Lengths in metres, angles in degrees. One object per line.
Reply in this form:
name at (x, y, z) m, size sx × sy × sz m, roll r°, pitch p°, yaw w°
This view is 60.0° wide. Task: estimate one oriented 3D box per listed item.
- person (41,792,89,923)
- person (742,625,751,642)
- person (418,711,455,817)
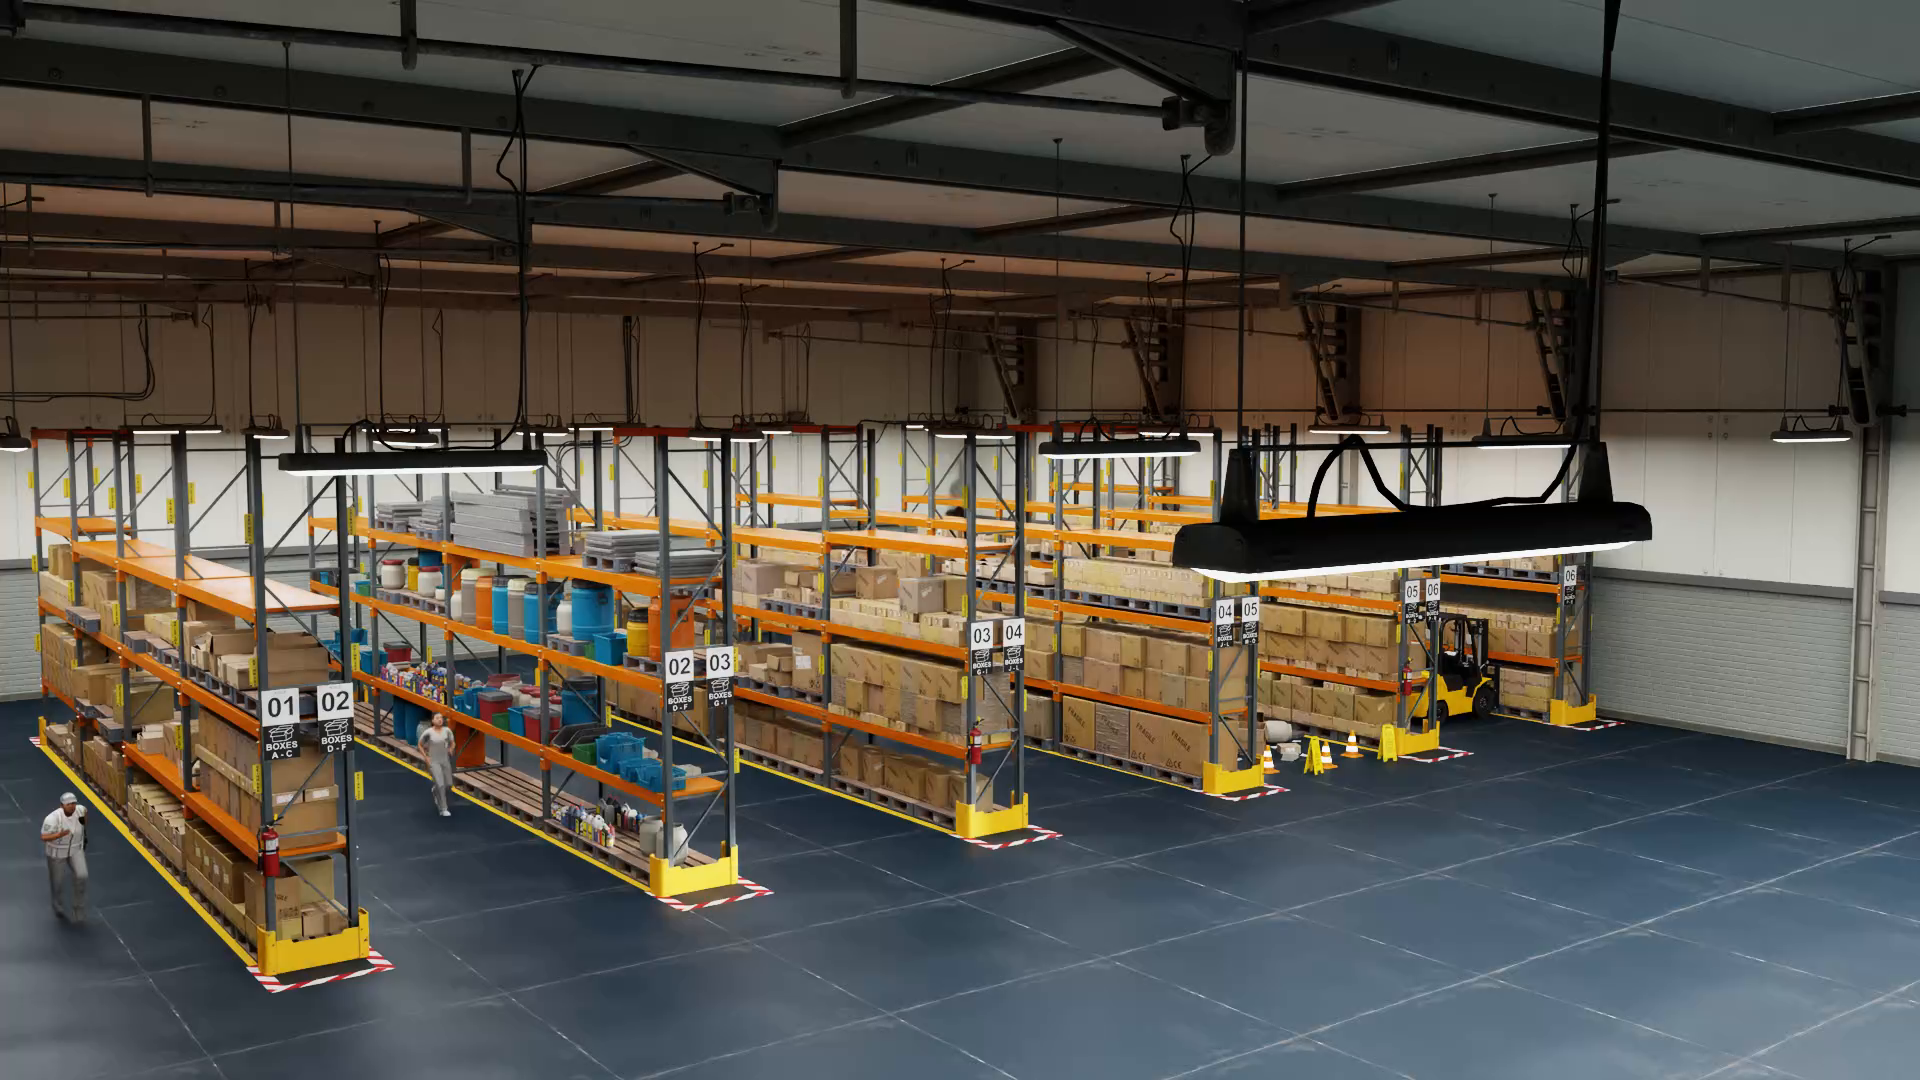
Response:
person at (-11.073, 3.905, 20.588) m, size 0.593 × 1.635 × 0.893 m, roll -4°, pitch 6°, yaw -41°
person at (-5.271, 2.226, 41.777) m, size 0.705 × 1.694 × 0.763 m, roll -1°, pitch 5°, yaw -11°
person at (-8.169, 3.472, 25.986) m, size 0.563 × 1.632 × 0.697 m, roll -3°, pitch 6°, yaw -37°
